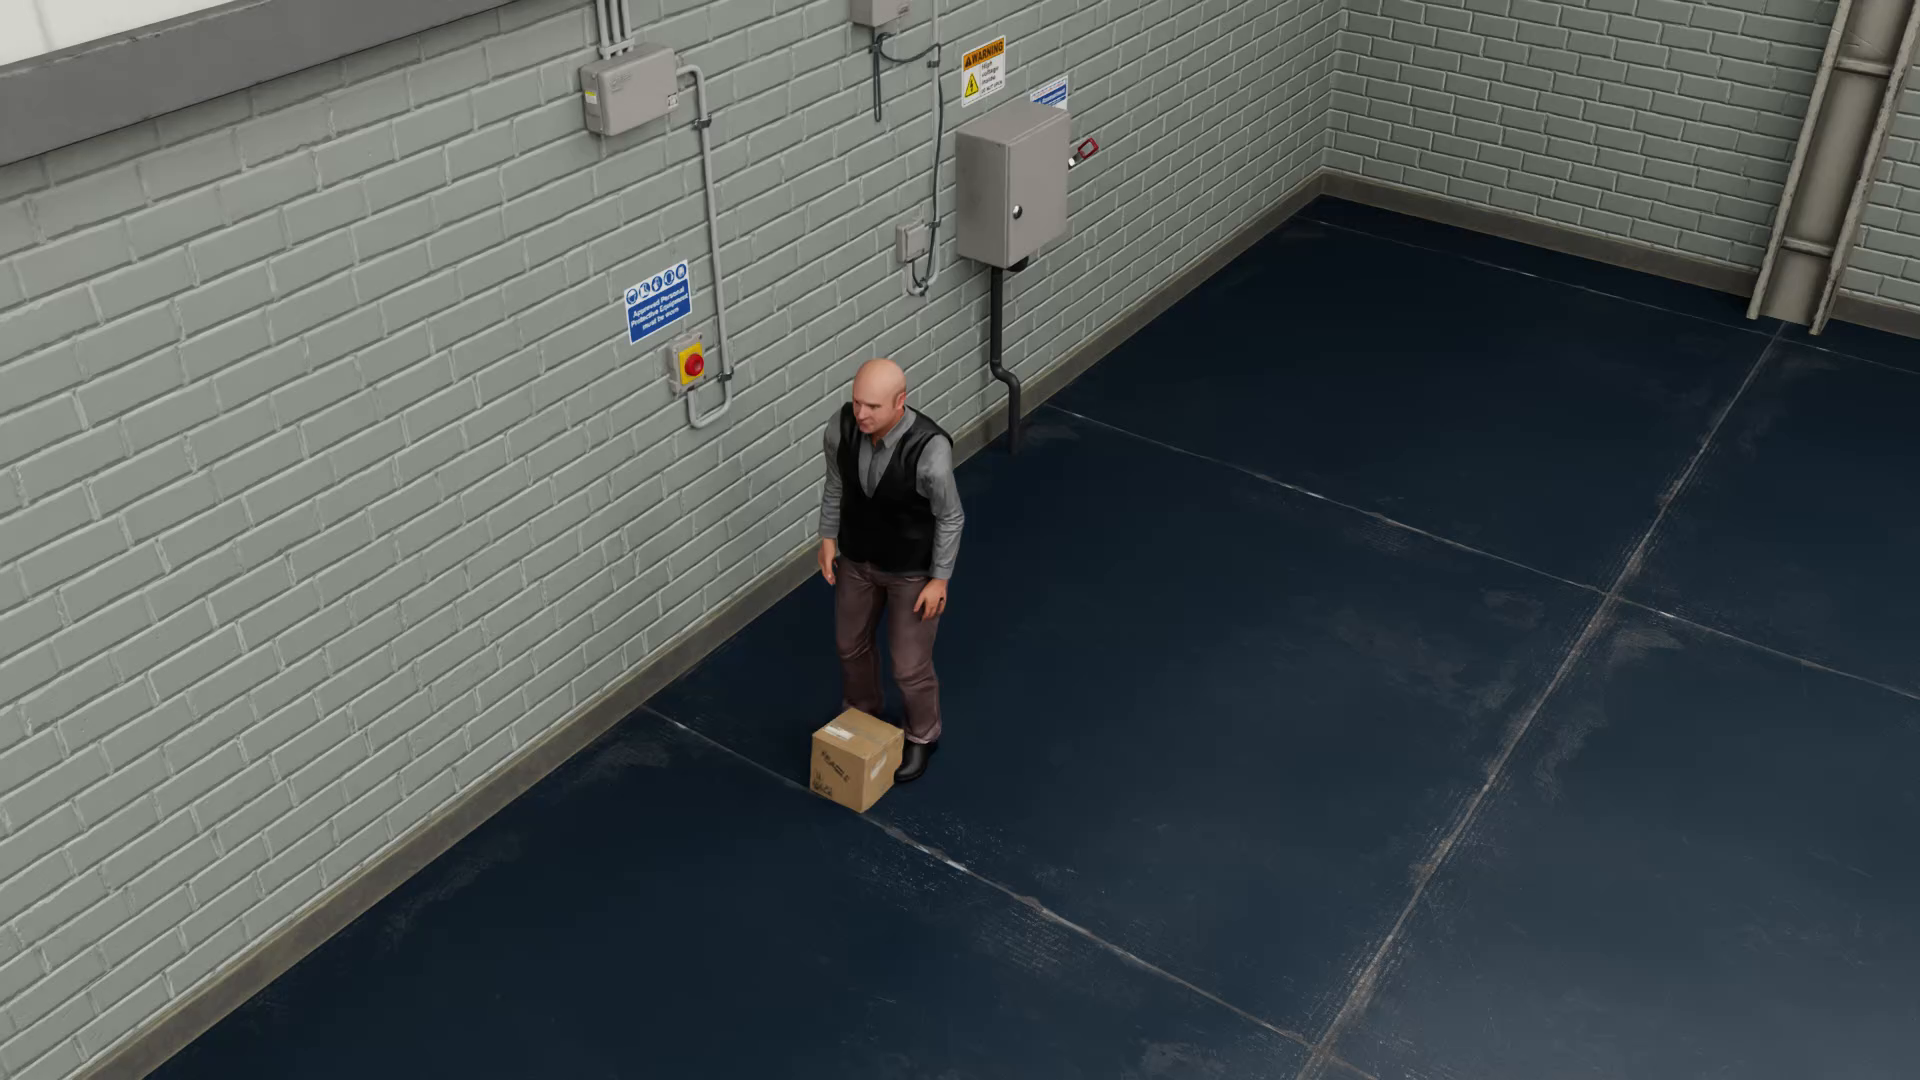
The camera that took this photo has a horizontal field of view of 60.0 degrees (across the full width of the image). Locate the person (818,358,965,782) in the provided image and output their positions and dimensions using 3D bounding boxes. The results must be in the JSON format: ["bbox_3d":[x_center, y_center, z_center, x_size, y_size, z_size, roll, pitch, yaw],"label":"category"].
[{"bbox_3d":[-0.246,0.081,6.046,0.570,1.721,0.420,20,39,27],"label":"person"}]
